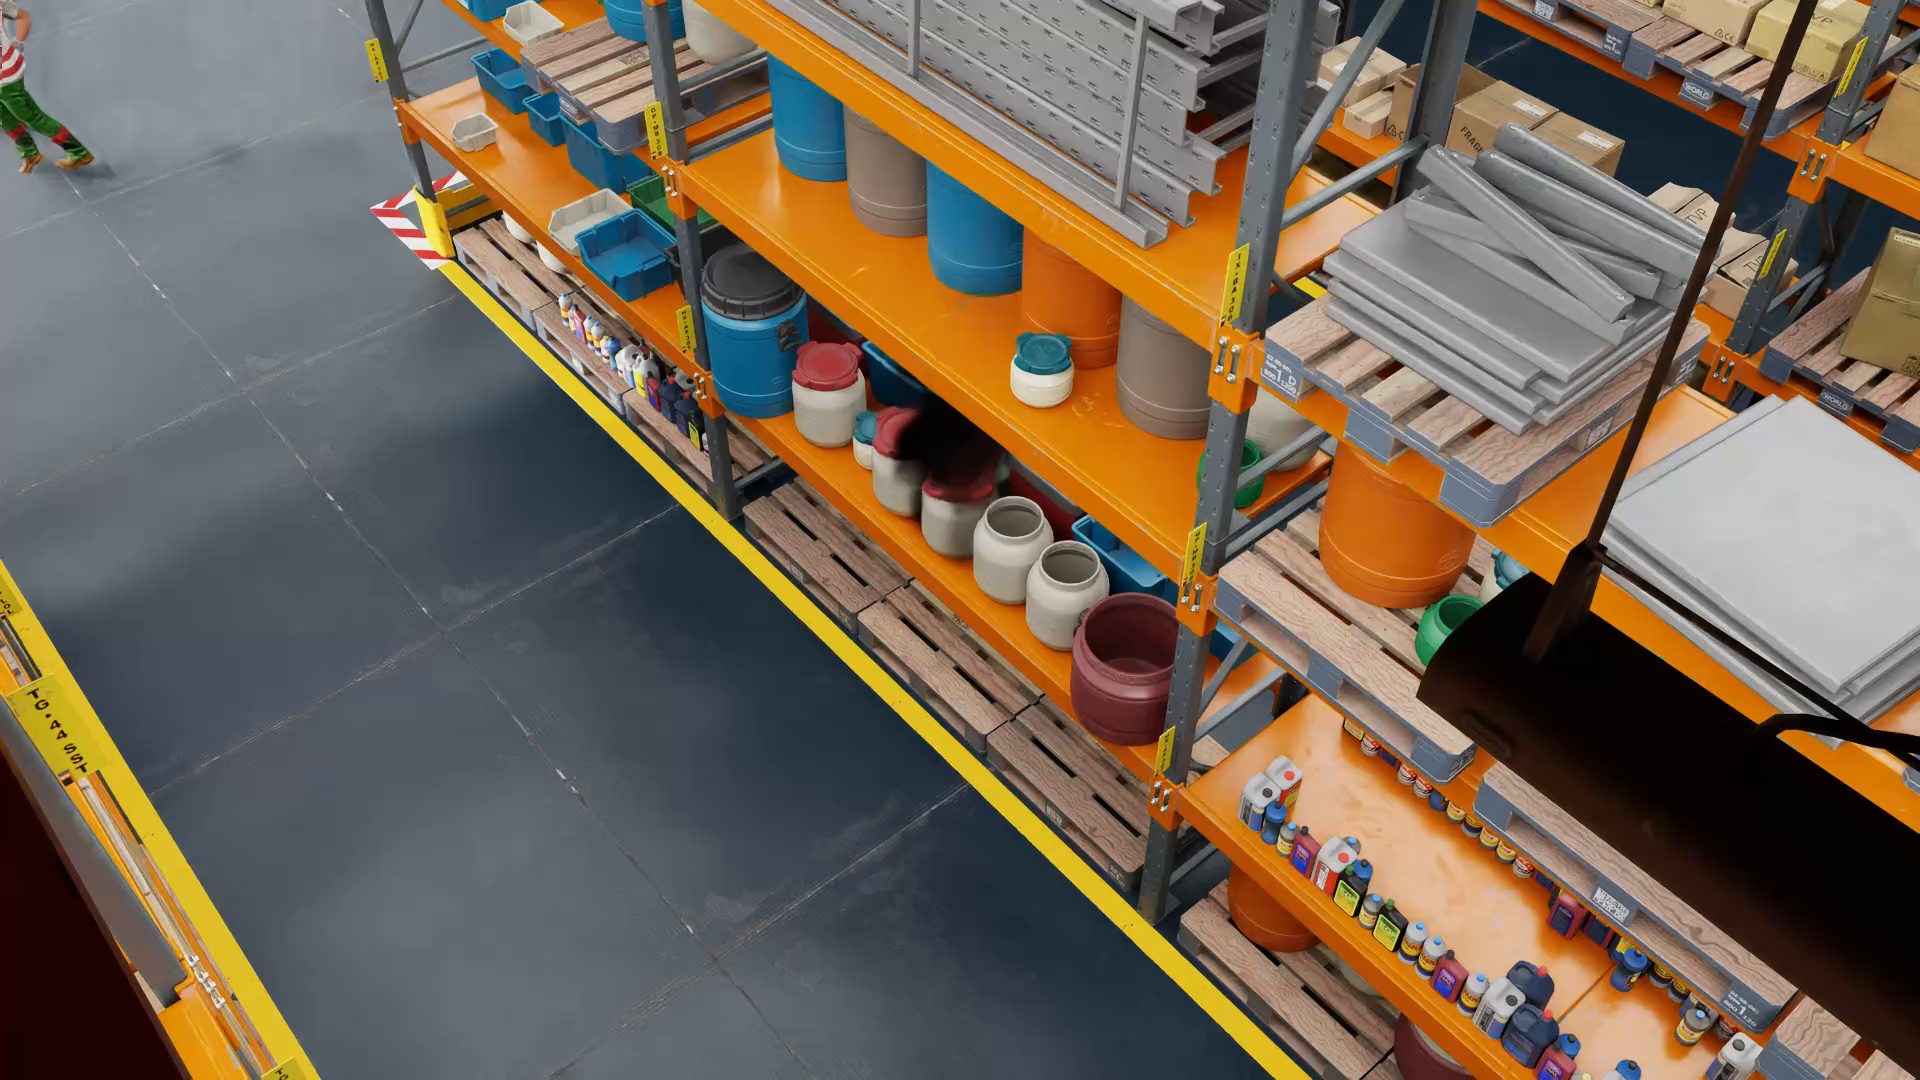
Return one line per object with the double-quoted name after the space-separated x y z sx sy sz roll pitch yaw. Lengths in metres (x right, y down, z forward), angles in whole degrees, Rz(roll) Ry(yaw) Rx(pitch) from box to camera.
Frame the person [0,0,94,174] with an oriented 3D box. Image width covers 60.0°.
-7.598 -3.650 13.238 0.775 1.850 0.615 -7 47 -6 "person"
